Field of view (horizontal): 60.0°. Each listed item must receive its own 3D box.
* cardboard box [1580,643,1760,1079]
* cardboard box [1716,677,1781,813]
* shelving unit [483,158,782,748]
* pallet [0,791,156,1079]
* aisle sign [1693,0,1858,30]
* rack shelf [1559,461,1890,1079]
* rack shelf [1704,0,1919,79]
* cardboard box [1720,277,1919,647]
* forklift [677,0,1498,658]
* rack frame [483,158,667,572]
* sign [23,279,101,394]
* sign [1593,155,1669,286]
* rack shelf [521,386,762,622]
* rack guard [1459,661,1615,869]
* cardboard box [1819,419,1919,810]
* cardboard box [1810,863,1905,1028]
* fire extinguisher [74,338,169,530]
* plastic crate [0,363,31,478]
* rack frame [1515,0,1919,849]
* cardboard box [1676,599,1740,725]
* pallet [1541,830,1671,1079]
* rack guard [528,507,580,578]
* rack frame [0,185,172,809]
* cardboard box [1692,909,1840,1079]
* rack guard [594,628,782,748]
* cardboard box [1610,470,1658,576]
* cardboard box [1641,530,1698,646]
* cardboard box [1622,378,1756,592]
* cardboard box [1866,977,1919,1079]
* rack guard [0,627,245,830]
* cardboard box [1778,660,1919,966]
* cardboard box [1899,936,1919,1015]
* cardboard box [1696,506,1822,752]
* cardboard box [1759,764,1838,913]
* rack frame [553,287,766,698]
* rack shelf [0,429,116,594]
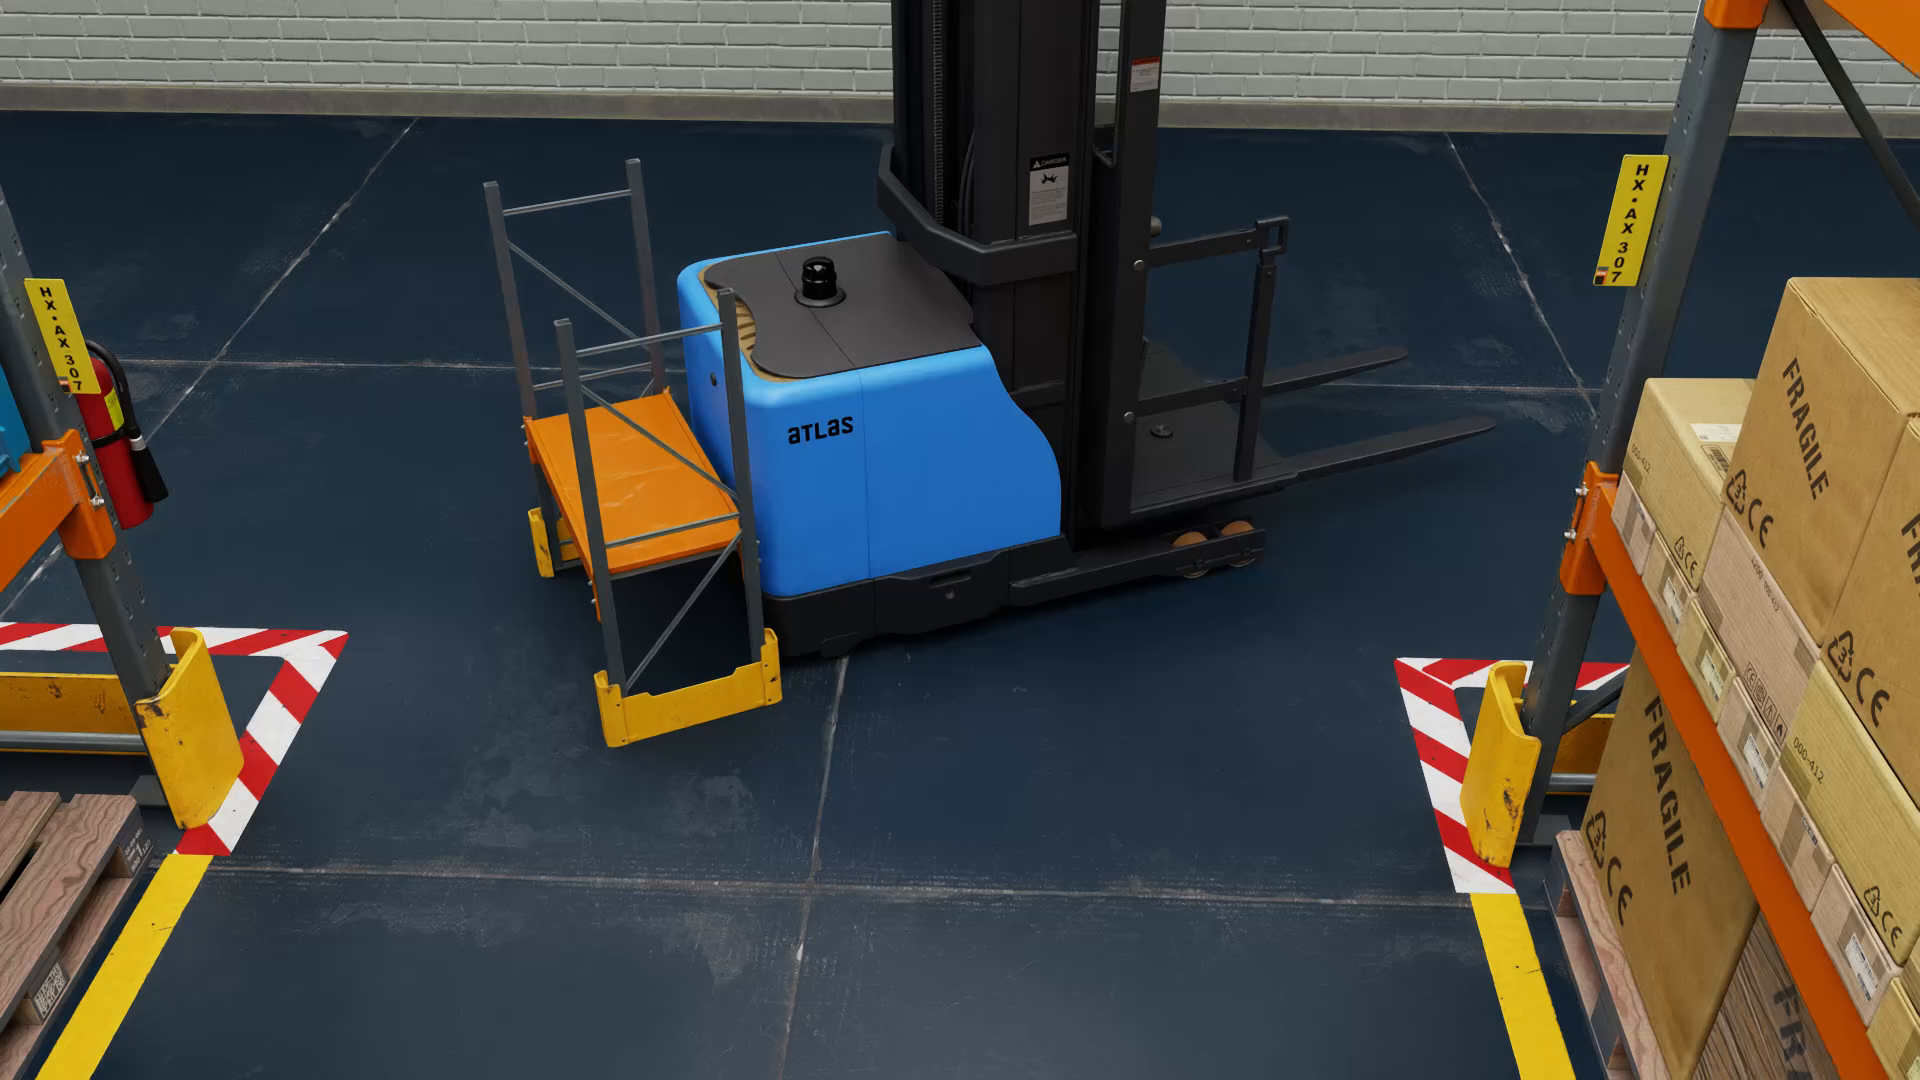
[{"bbox_3d":[2.169,0.729,4.087,0.875,0.875,0.875,1,35,2],"label":"cardboard box"},{"bbox_3d":[1.743,0.406,3.283,0.380,0.149,0.250,1,35,1],"label":"cardboard box"},{"bbox_3d":[-1.068,-0.299,5.370,0.587,1.500,1.083,-14,38,-19],"label":"shelving unit"},{"bbox_3d":[-2.906,1.161,4.414,1.003,0.211,1.213,1,35,2],"label":"pallet"},{"bbox_3d":[1.818,-1.450,3.443,0.394,0.787,0.004,1,35,2],"label":"aisle sign"},{"bbox_3d":[2.035,1.105,2.694,1.077,0.370,4.000,1,35,2],"label":"rack shelf"},{"bbox_3d":[2.035,-0.122,1.832,1.077,0.370,4.000,1,35,2],"label":"rack shelf"},{"bbox_3d":[1.806,-0.148,3.072,0.500,0.500,0.500,1,35,1],"label":"cardboard box"},{"bbox_3d":[0.579,-1.330,5.593,3.031,2.935,1.130,-13,37,-17],"label":"forklift"},{"bbox_3d":[-1.269,-0.562,5.744,0.500,1.500,0.032,-14,38,-19],"label":"rack frame"},{"bbox_3d":[-2.283,-0.516,4.233,0.100,0.325,0.005,1,35,2],"label":"sign"},{"bbox_3d":[1.561,-0.741,3.874,0.100,0.325,0.005,1,35,2],"label":"sign"},{"bbox_3d":[-1.064,-0.147,5.467,0.538,0.185,1.000,-14,38,-19],"label":"rack shelf"},{"bbox_3d":[2.116,0.671,4.861,1.175,0.500,0.348,1,35,2],"label":"rack guard"},{"bbox_3d":[1.791,0.149,2.648,0.500,0.500,0.500,0,35,1],"label":"cardboard box"},{"bbox_3d":[1.722,0.700,2.864,0.380,0.149,0.250,1,35,1],"label":"cardboard box"},{"bbox_3d":[-2.374,-0.344,4.523,0.296,0.674,0.183,1,35,2],"label":"fire extinguisher"},{"bbox_3d":[-2.661,-0.295,3.978,0.616,0.435,0.499,1,35,2],"label":"plastic crate"},{"bbox_3d":[2.115,-0.338,4.122,1.000,3.000,0.127,1,35,2],"label":"rack frame"},{"bbox_3d":[1.752,0.256,3.496,0.380,0.149,0.250,1,35,1],"label":"cardboard box"},{"bbox_3d":[2.161,1.264,4.268,1.003,0.211,1.213,1,35,2],"label":"pallet"},{"bbox_3d":[-1.267,-0.050,6.103,0.587,0.250,0.087,-14,38,-19],"label":"rack guard"},{"bbox_3d":[-2.834,-0.452,4.285,1.000,3.000,0.127,1,35,2],"label":"rack frame"},{"bbox_3d":[2.133,1.252,3.343,0.875,0.875,0.875,1,35,2],"label":"cardboard box"},{"bbox_3d":[-0.867,0.475,5.357,0.587,0.250,0.087,-14,38,-19],"label":"rack guard"},{"bbox_3d":[1.771,-0.039,3.915,0.380,0.149,0.250,2,35,2],"label":"cardboard box"},{"bbox_3d":[1.762,0.109,3.705,0.380,0.149,0.250,1,35,1],"label":"cardboard box"},{"bbox_3d":[1.826,-0.129,3.696,0.500,0.250,0.500,0,35,1],"label":"cardboard box"},{"bbox_3d":[1.711,0.845,2.658,0.380,0.149,0.250,0,35,1],"label":"cardboard box"},{"bbox_3d":[-2.846,0.556,5.024,1.175,0.500,0.348,1,35,2],"label":"rack guard"},{"bbox_3d":[1.788,0.459,2.861,0.500,0.250,0.500,0,35,0],"label":"cardboard box"},{"bbox_3d":[1.772,0.758,2.434,0.500,0.250,0.500,1,35,1],"label":"cardboard box"},{"bbox_3d":[1.812,0.170,3.271,0.500,0.250,0.500,1,35,1],"label":"cardboard box"},{"bbox_3d":[1.732,0.552,3.075,0.380,0.149,0.250,1,35,1],"label":"cardboard box"},{"bbox_3d":[-0.860,-0.026,4.983,0.500,1.500,0.032,-14,38,-19],"label":"rack frame"},{"bbox_3d":[-2.914,0.991,2.857,1.077,0.370,4.000,1,35,2],"label":"rack shelf"}]
